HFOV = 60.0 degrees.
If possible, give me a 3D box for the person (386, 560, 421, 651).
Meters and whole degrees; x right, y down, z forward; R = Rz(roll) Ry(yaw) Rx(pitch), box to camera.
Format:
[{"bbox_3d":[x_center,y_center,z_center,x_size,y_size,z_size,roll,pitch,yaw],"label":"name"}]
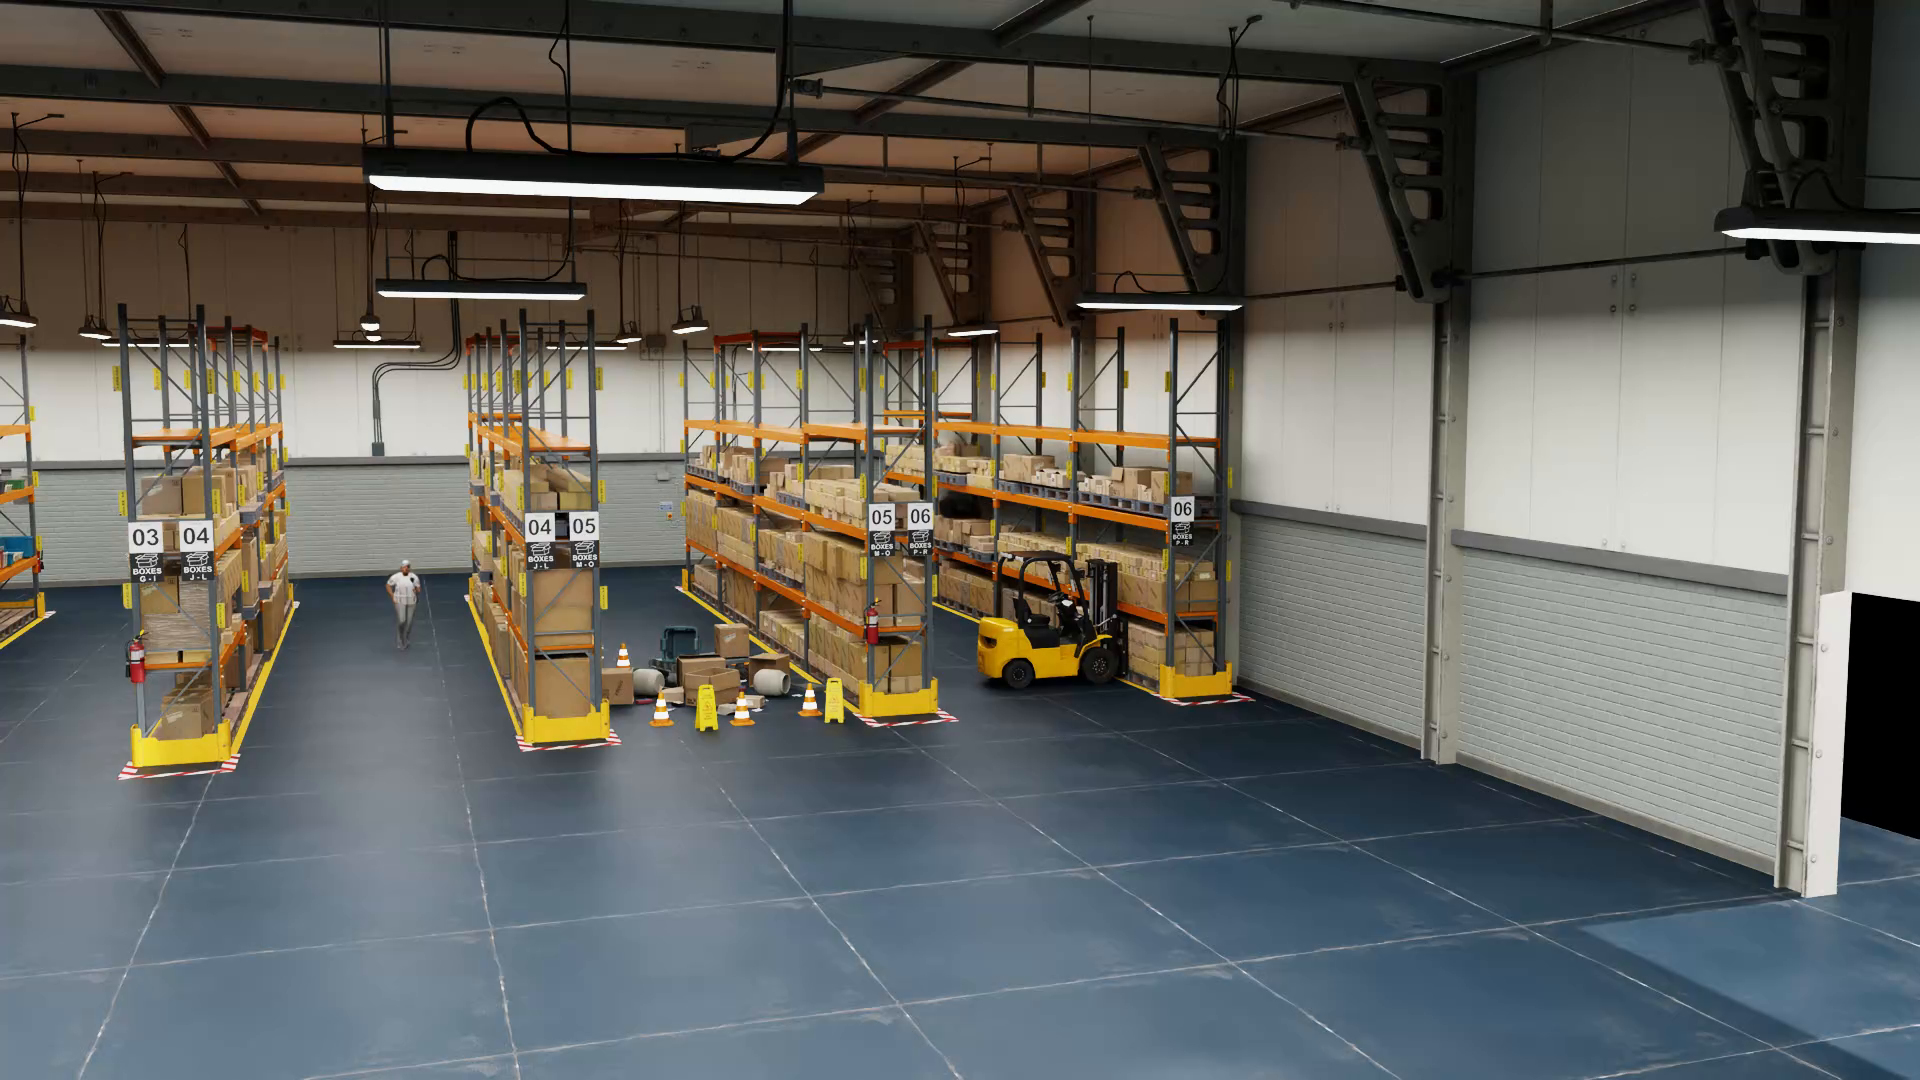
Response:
[{"bbox_3d":[-10.404,1.234,31.209,0.581,1.711,0.721,-3,6,-32],"label":"person"}]
